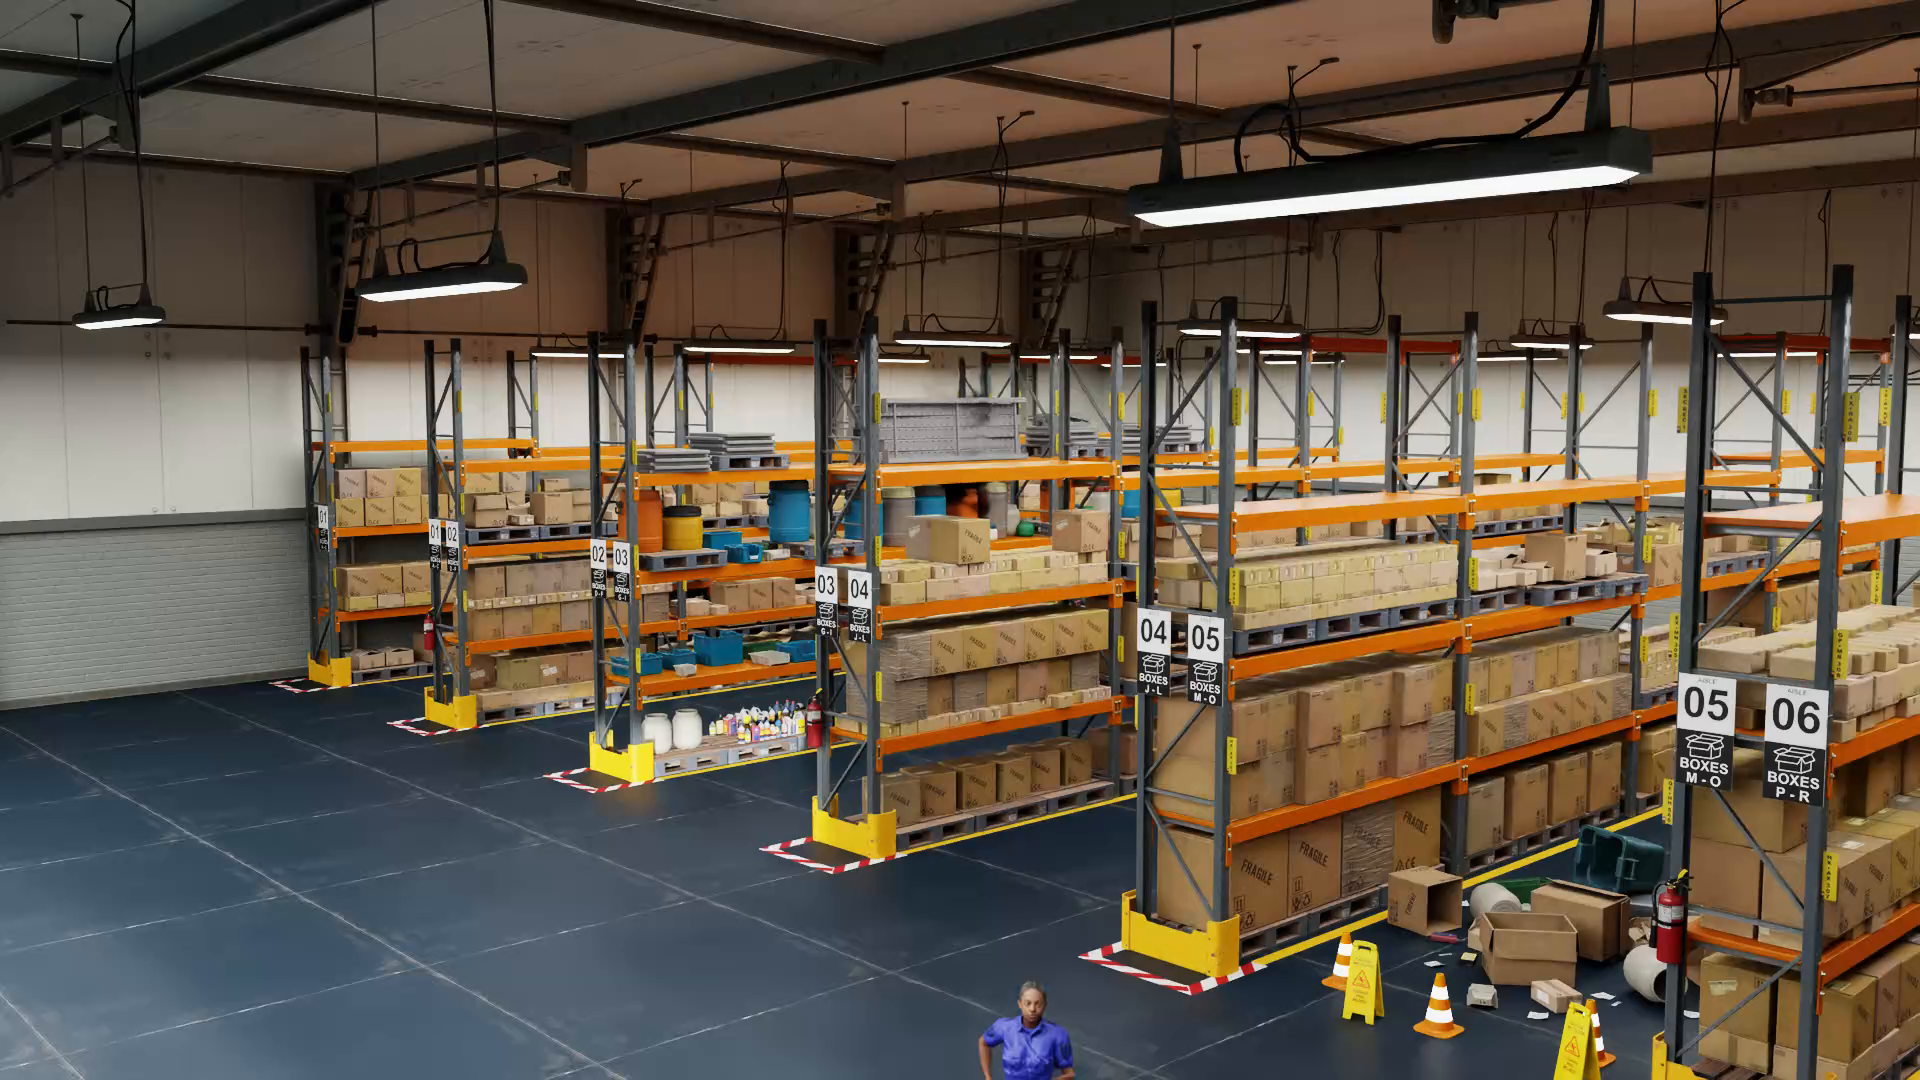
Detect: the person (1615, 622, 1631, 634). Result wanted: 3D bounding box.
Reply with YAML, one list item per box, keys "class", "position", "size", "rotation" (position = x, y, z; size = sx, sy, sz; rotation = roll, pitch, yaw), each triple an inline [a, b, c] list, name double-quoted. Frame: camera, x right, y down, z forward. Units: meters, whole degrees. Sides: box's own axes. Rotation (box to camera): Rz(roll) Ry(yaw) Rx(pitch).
- class: "person"
  position: [9.835, 2.129, 24.629]
  size: [0.733, 1.822, 0.646]
  rotation: [-5, 7, -42]

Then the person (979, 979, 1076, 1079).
- class: "person"
  position: [0.407, 3.471, 9.968]
  size: [0.555, 1.698, 0.690]
  rotation: [0, 5, -4]
